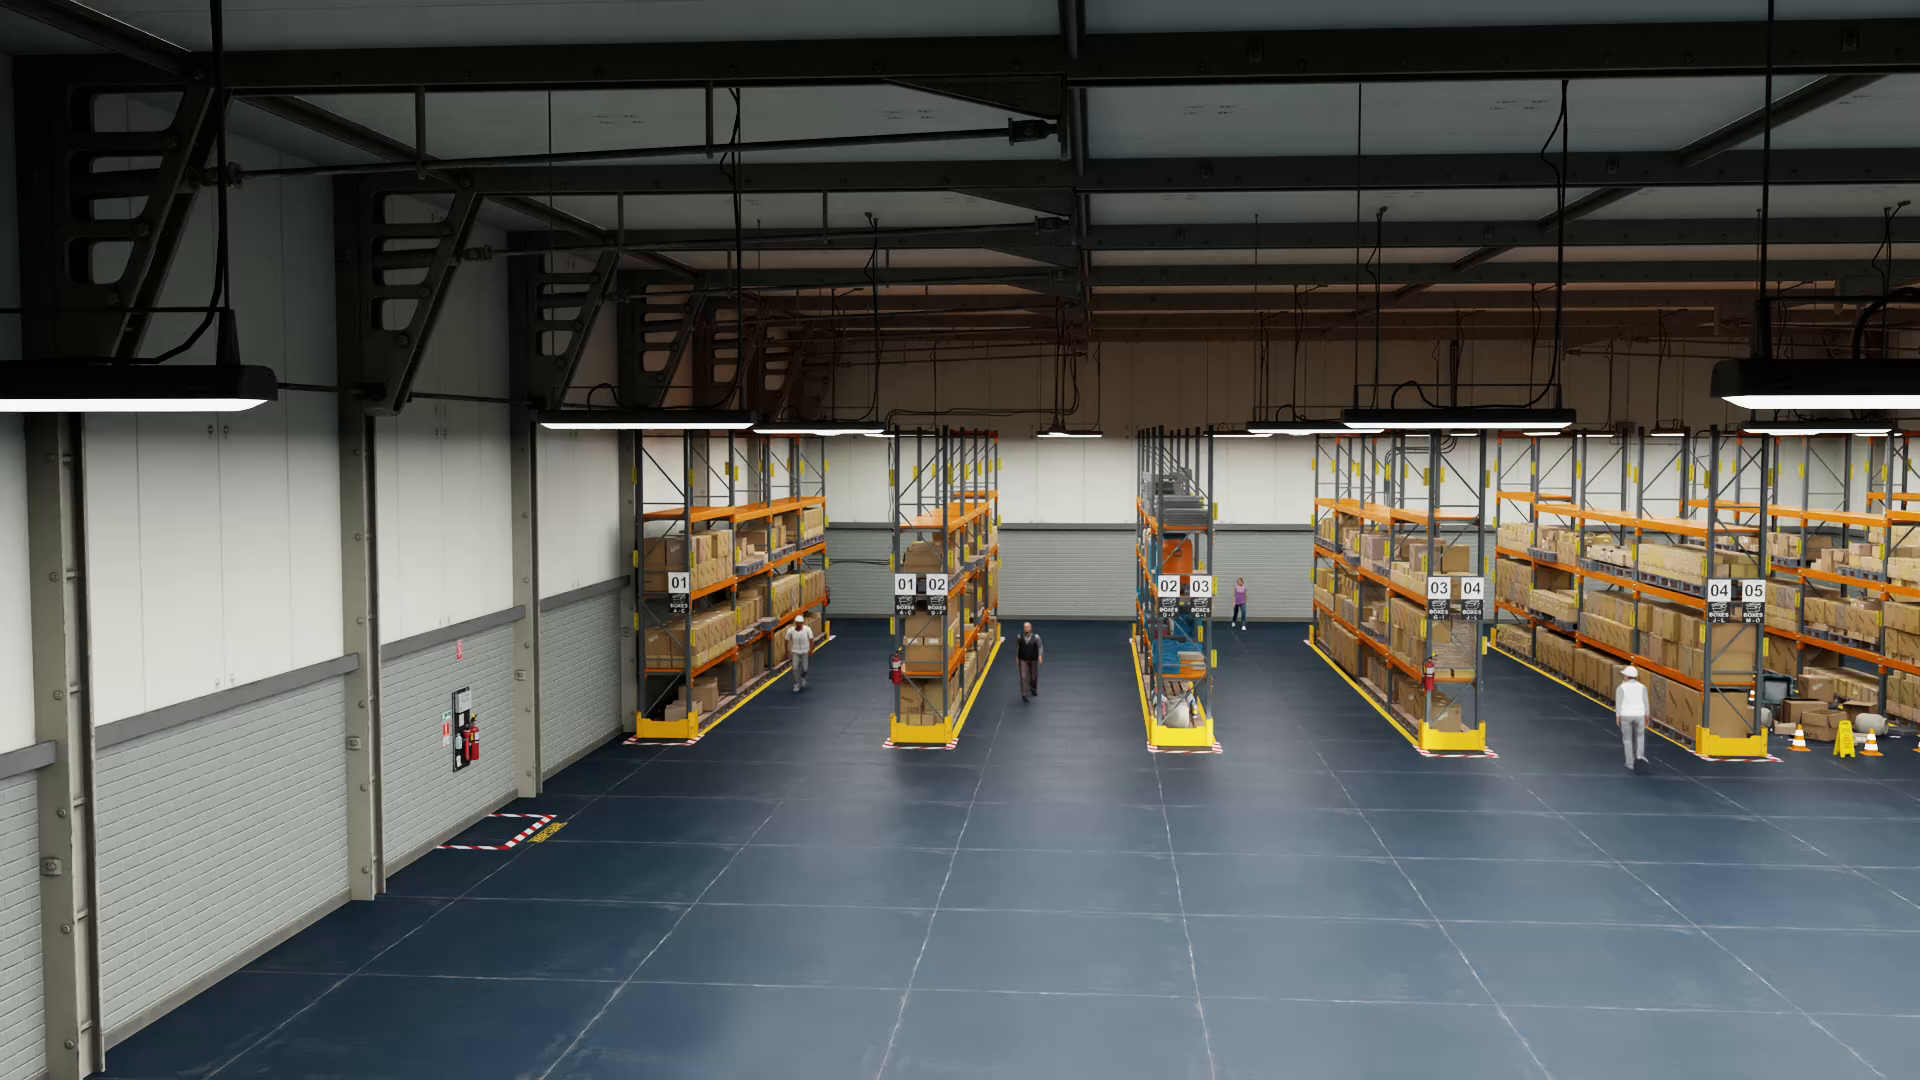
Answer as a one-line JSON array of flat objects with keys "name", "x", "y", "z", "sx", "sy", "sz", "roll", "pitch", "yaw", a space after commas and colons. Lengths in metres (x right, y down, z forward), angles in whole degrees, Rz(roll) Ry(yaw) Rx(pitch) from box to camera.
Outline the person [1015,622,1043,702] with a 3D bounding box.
[{"name": "person", "x": 1.519, "y": 2.663, "z": 36.622, "sx": 0.617, "sy": 1.716, "sz": 0.820, "roll": 0, "pitch": 3, "yaw": 6}]

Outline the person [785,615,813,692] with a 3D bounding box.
[{"name": "person", "x": -3.690, "y": 2.569, "z": 38.103, "sx": 0.659, "sy": 1.744, "sz": 0.657, "roll": 0, "pitch": 3, "yaw": -7}]

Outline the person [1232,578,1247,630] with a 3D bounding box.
[{"name": "person", "x": 8.451, "y": 1.910, "z": 50.229, "sx": 0.449, "sy": 1.553, "sz": 0.888, "roll": 0, "pitch": 3, "yaw": -4}]

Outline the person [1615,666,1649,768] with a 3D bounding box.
[{"name": "person", "x": 11.739, "y": 3.085, "z": 29.047, "sx": 0.571, "sy": 1.763, "sz": 0.478, "roll": 1, "pitch": 4, "yaw": 14}]
